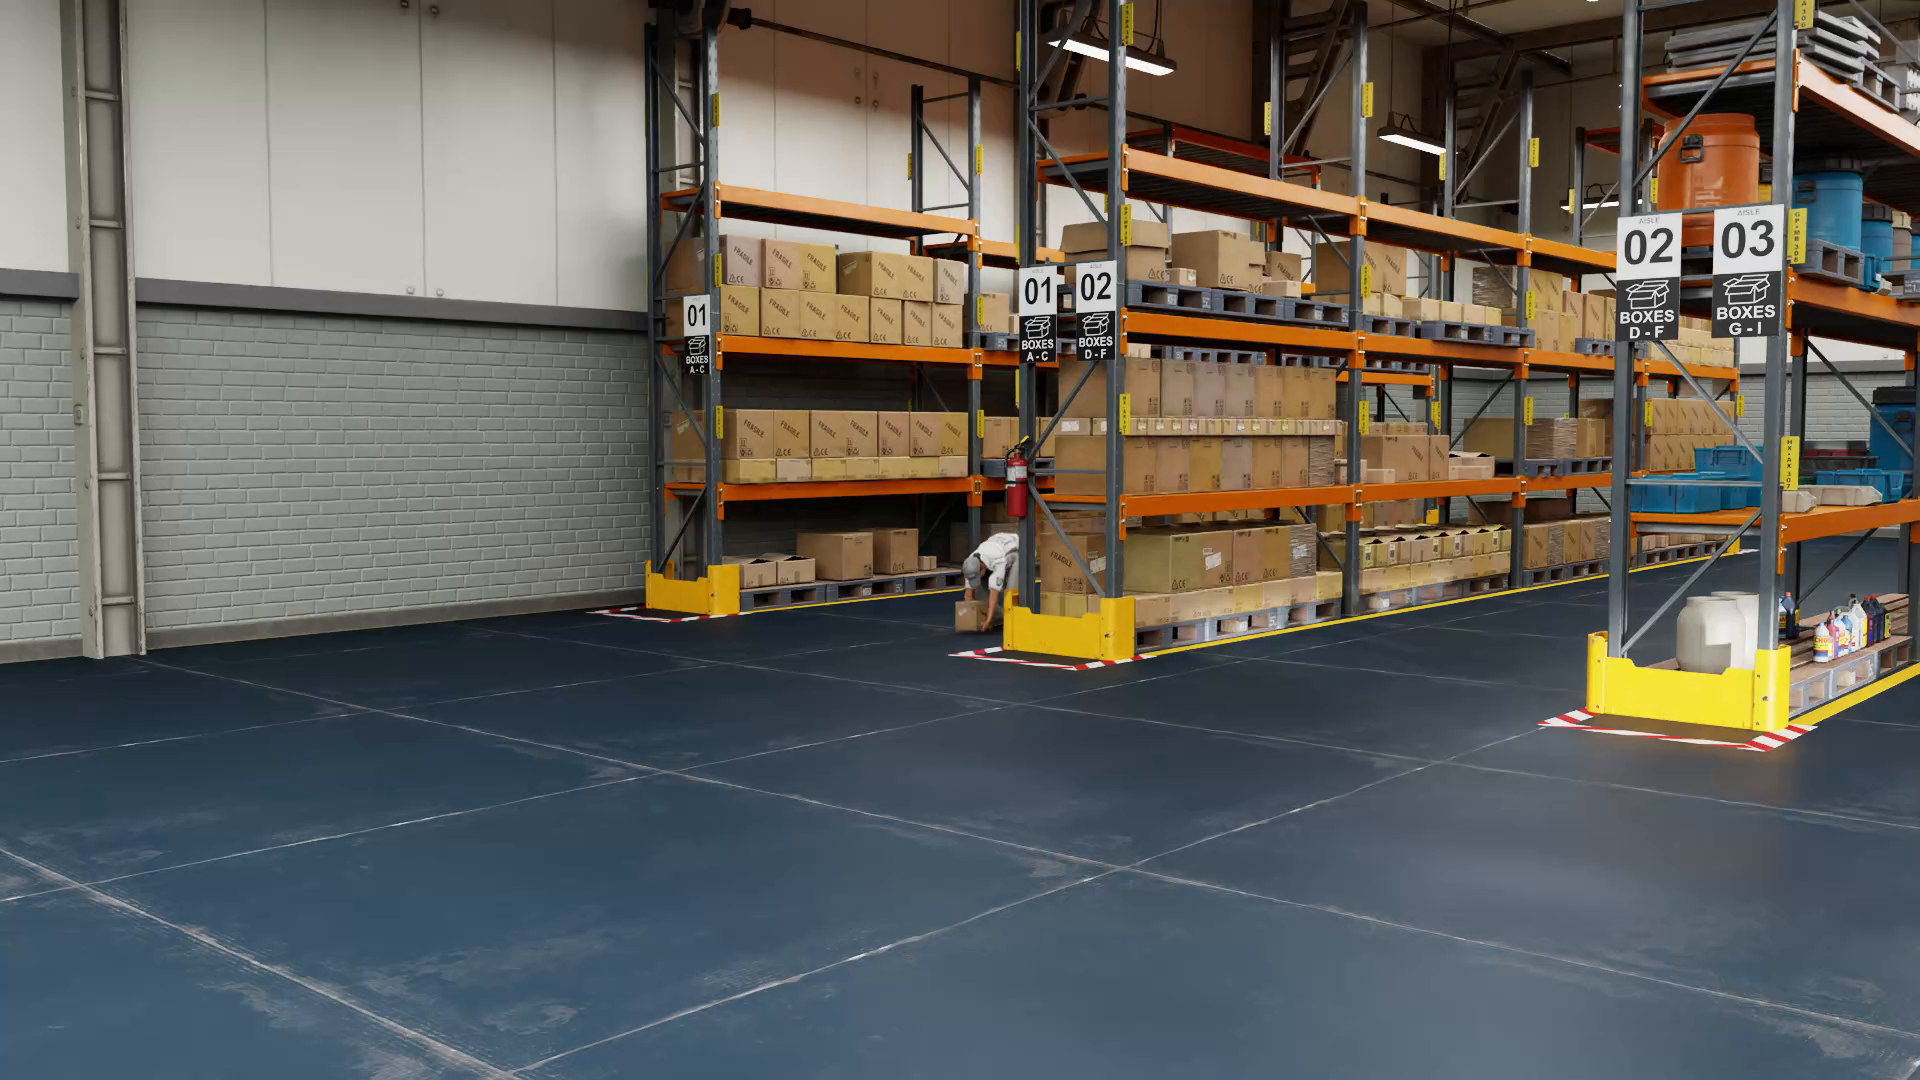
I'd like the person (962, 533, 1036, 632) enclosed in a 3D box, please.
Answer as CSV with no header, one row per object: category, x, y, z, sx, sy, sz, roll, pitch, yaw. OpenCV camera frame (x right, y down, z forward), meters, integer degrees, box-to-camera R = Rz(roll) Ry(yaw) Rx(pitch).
person,0.334,0.389,15.504,0.520,0.887,0.937,3,5,37
